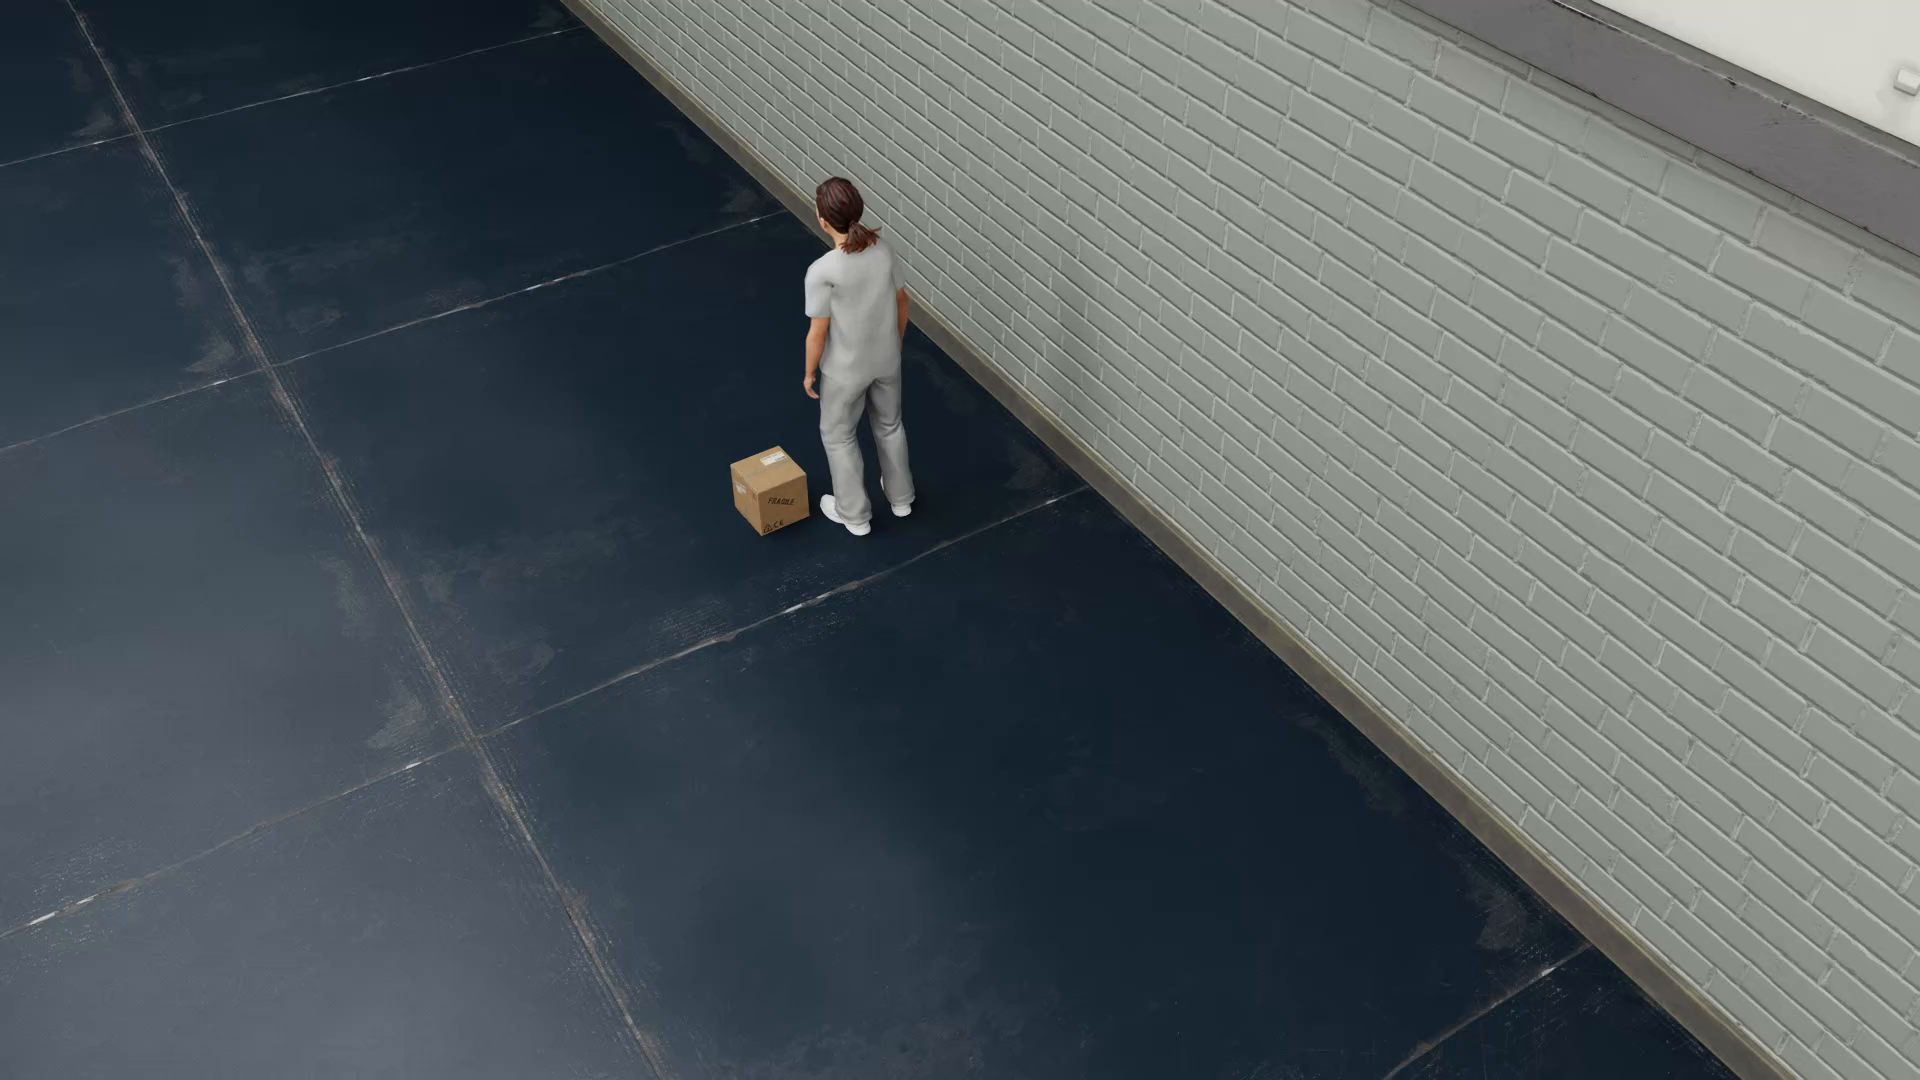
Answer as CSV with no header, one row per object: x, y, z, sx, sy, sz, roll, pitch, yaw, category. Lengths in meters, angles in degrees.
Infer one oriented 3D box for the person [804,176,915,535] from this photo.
-0.429,-0.751,7.024,0.504,1.673,0.348,-24,46,-25,person
